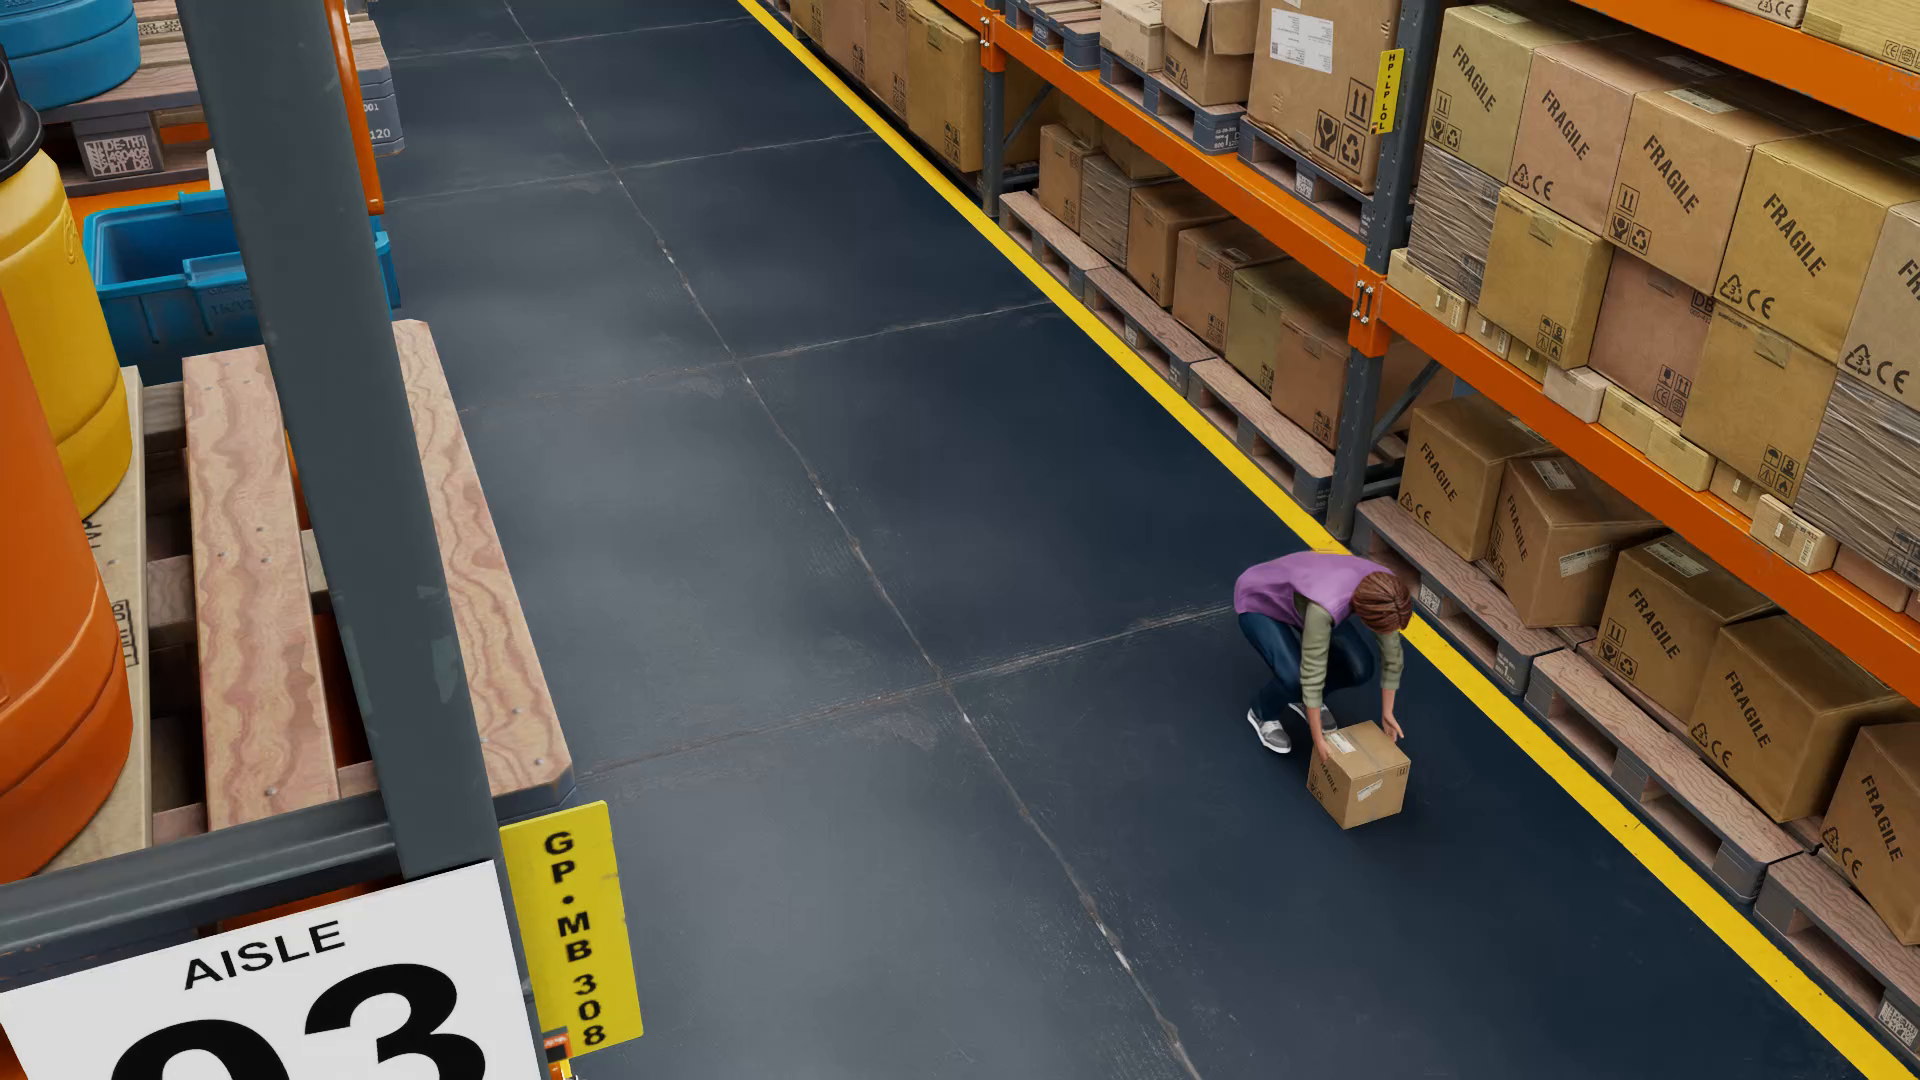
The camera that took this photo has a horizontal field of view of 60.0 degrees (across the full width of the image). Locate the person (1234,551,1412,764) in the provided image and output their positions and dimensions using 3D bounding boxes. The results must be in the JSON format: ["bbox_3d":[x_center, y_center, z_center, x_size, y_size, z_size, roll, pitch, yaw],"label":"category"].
[{"bbox_3d":[1.338,0.382,6.193,0.445,0.918,0.788,-13,36,-19],"label":"person"}]
